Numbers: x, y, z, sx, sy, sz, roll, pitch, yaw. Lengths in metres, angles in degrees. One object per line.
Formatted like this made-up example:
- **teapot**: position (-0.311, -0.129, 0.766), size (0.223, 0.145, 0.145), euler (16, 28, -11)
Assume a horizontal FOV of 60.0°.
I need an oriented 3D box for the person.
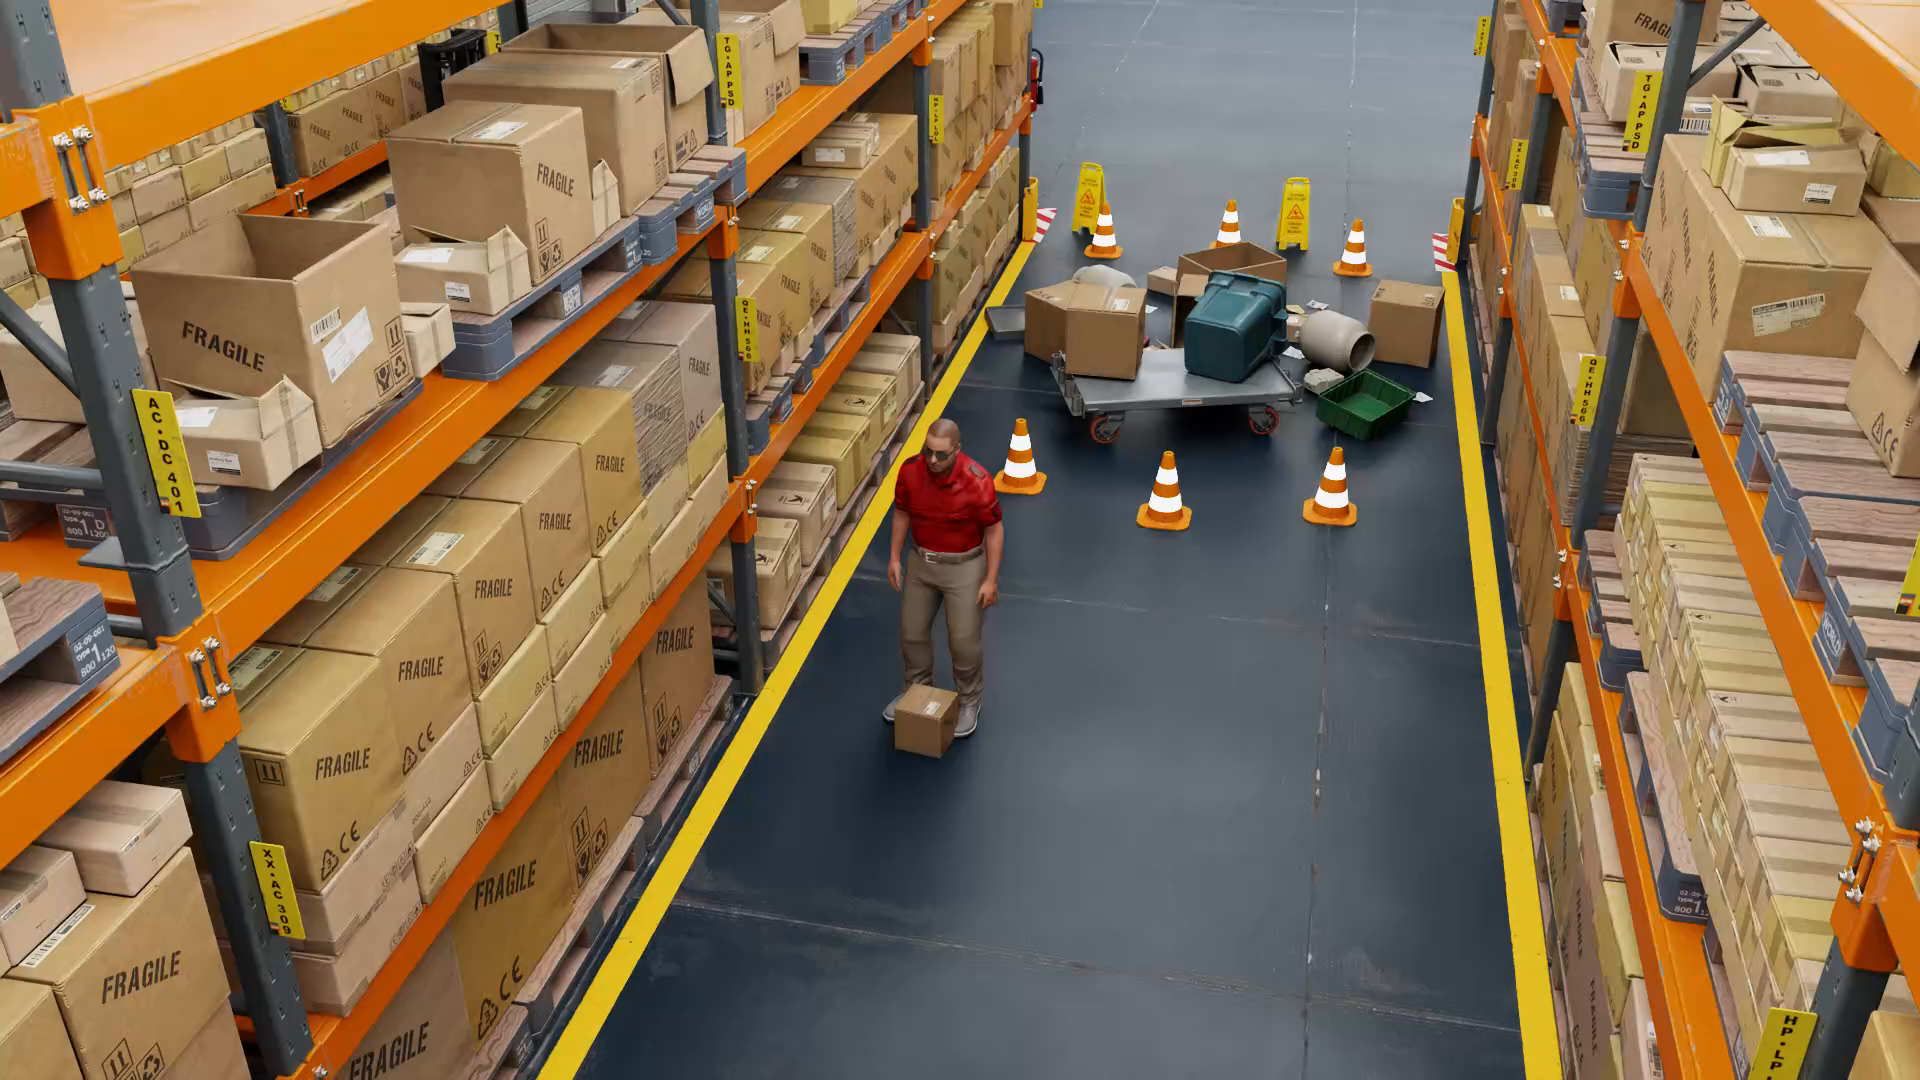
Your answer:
- **person**: position (-0.078, 0.160, 8.342), size (0.593, 1.726, 0.386), euler (11, 31, 20)
